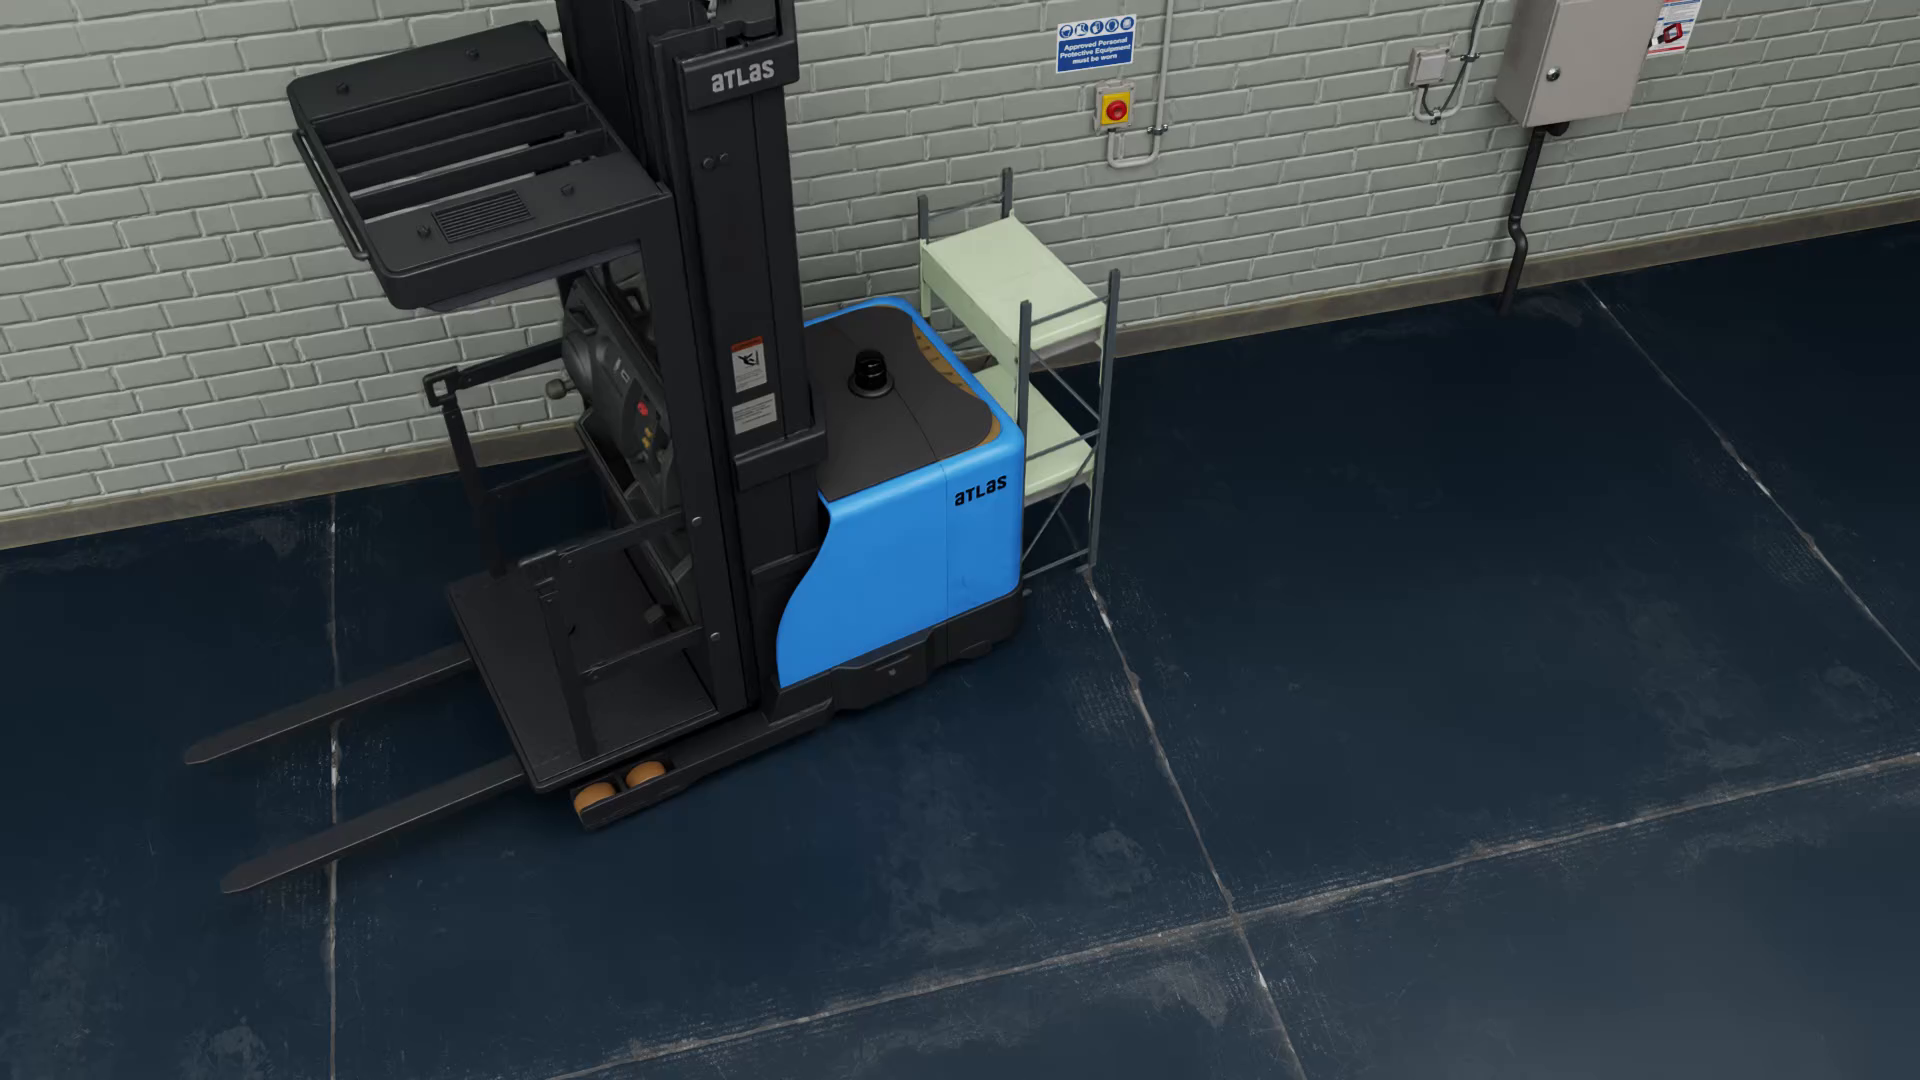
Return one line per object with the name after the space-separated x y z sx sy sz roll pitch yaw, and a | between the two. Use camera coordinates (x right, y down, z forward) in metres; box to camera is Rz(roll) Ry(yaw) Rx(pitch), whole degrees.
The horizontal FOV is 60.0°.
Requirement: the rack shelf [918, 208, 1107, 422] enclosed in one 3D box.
0.203 -0.854 6.241 0.431 0.370 0.720 -22 50 -20 | rack shelf

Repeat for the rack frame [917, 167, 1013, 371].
0.021 -0.808 6.742 0.400 1.500 0.023 -22 50 -20 | rack frame

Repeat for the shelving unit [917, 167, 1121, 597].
0.203 -0.581 6.520 0.431 1.500 0.755 -22 50 -20 | shelving unit

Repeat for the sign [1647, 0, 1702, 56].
3.098 -2.341 7.262 0.329 0.494 0.001 -11 47 -10 | sign

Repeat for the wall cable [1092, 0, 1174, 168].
0.606 -2.225 6.347 0.585 1.953 0.123 -11 47 -10 | wall cable

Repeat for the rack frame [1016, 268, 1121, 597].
0.385 -0.354 6.298 0.400 1.500 0.023 -22 50 -20 | rack frame

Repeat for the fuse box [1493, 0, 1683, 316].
2.674 -1.690 7.459 0.539 1.711 0.414 -11 47 -10 | fuse box

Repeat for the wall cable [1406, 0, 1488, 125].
1.974 -2.481 6.621 0.588 1.984 0.122 -11 47 -10 | wall cable

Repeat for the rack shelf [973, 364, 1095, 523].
0.203 -0.353 6.753 0.431 0.370 0.720 -22 50 -20 | rack shelf

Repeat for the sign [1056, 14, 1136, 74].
0.544 -1.986 6.658 0.327 0.218 0.001 -11 47 -10 | sign

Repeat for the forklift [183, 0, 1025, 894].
-1.295 -0.428 5.368 3.031 2.935 1.130 -22 49 -20 | forklift
